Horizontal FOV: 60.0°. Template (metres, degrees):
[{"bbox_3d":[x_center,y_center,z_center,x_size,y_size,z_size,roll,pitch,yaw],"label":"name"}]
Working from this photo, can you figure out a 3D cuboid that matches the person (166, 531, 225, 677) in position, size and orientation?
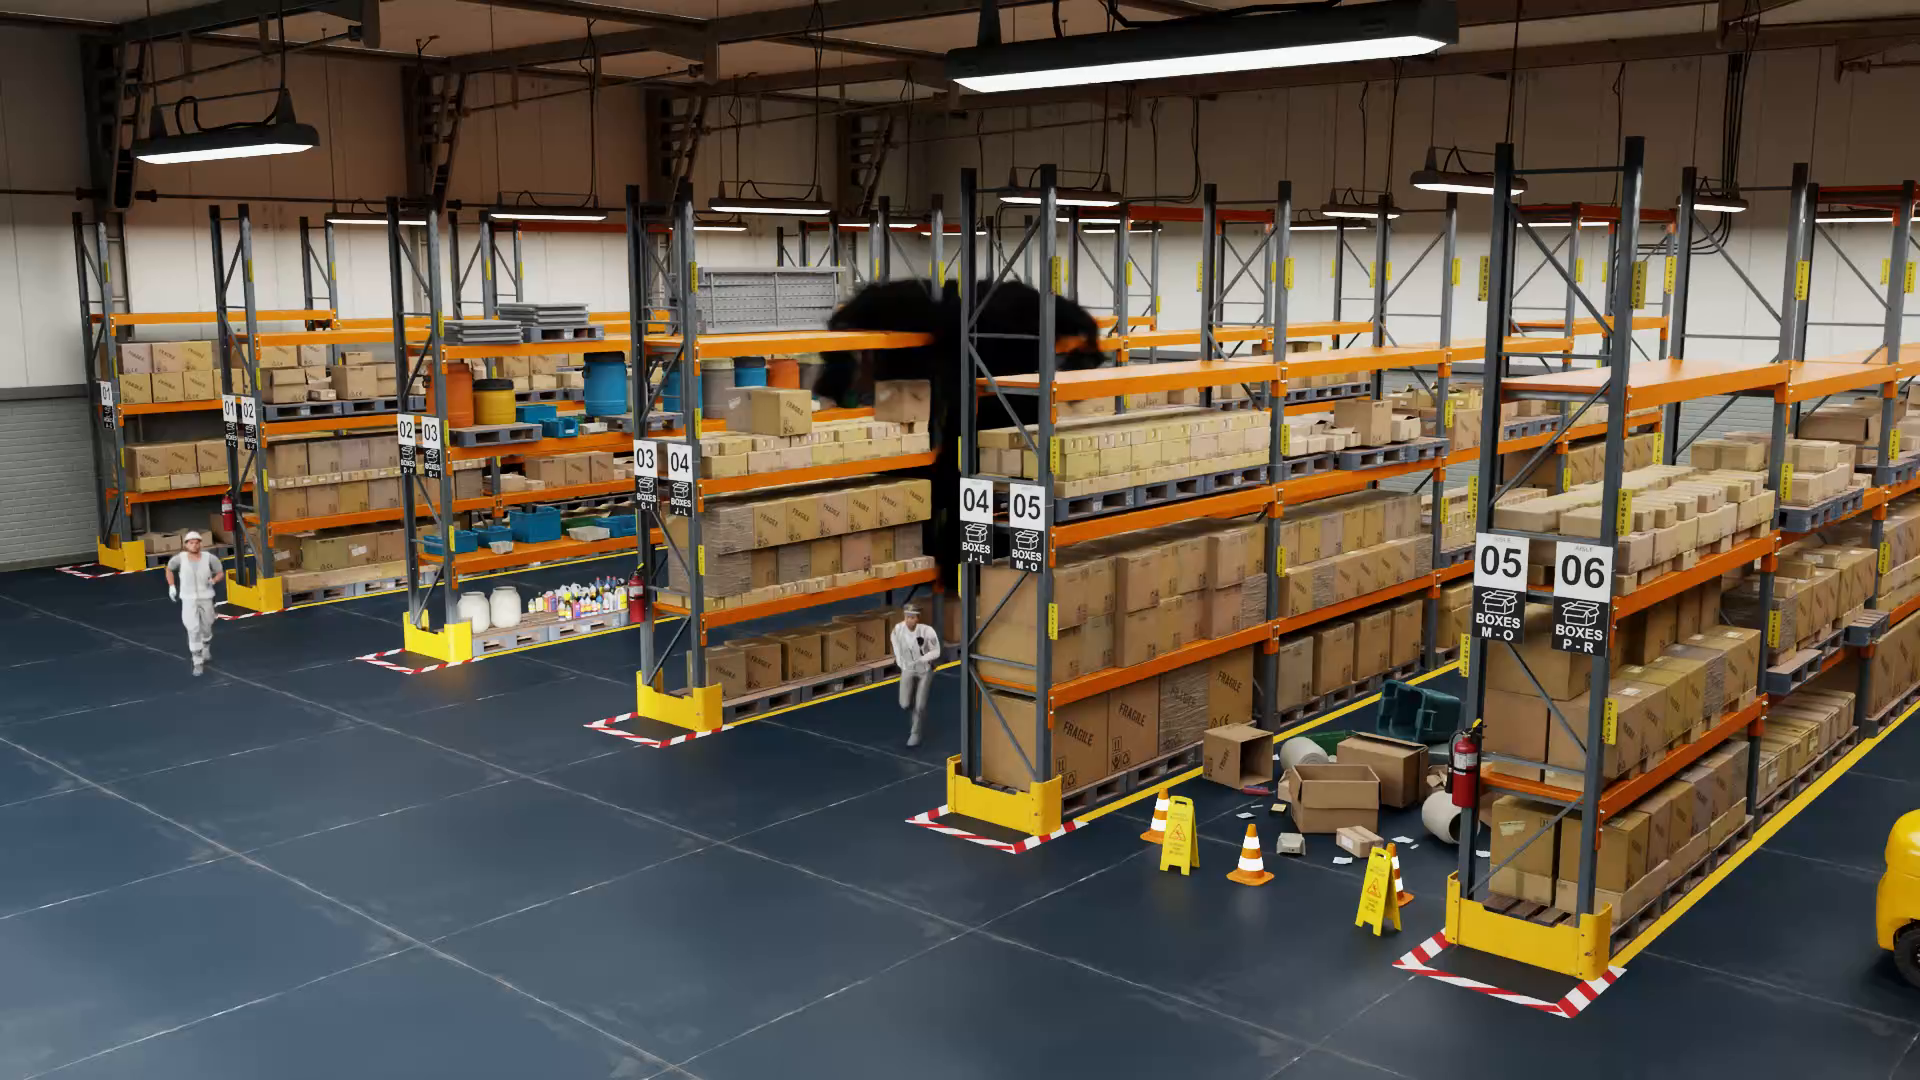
[{"bbox_3d":[-9.729,0.765,21.224,0.672,1.787,0.950,-5,11,-28],"label":"person"}]

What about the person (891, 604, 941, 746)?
[{"bbox_3d":[-0.493,1.442,17.883,0.604,1.604,0.668,2,10,12],"label":"person"}]
